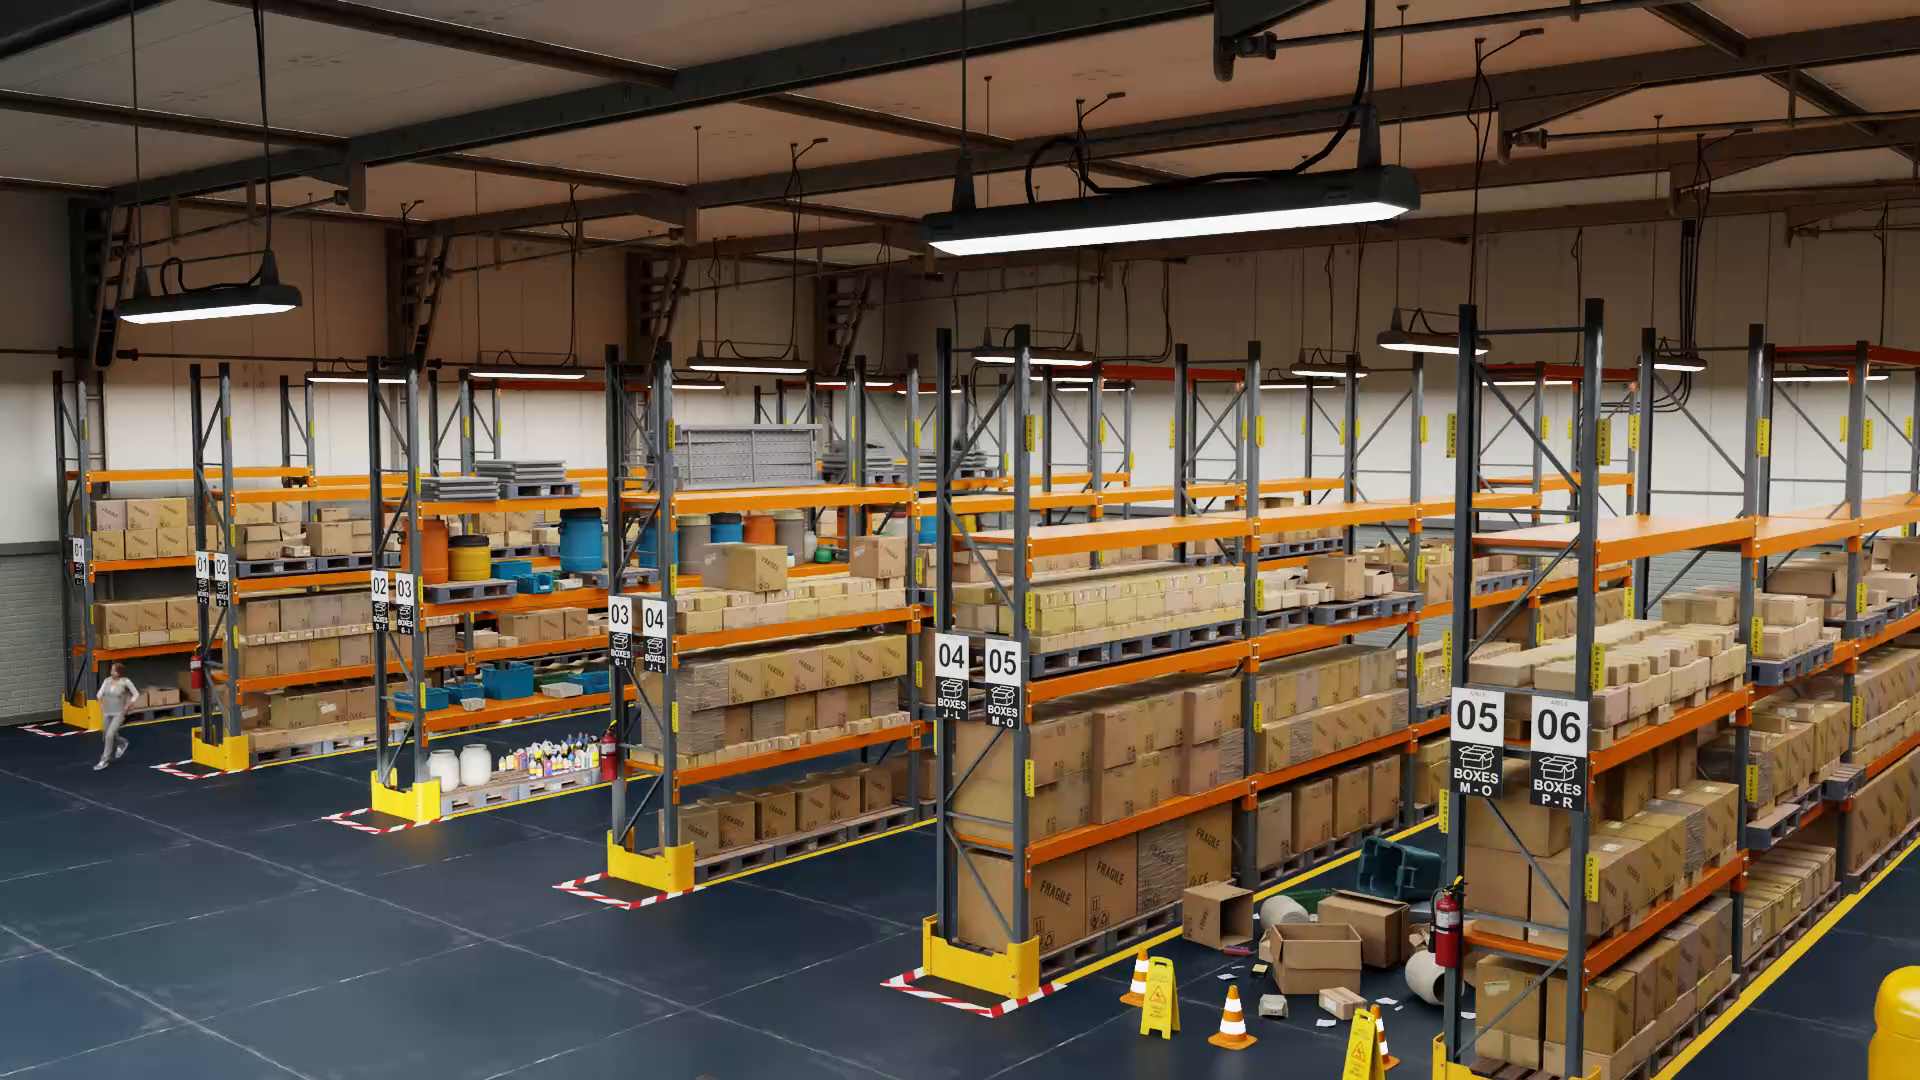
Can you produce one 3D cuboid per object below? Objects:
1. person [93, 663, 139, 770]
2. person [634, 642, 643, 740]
[{"bbox_3d":[-12.565,2.599,24.825,0.581,1.573,0.731,0,4,3],"label":"person"},{"bbox_3d":[-5.083,2.364,26.775,0.704,1.726,0.570,4,6,42],"label":"person"}]
